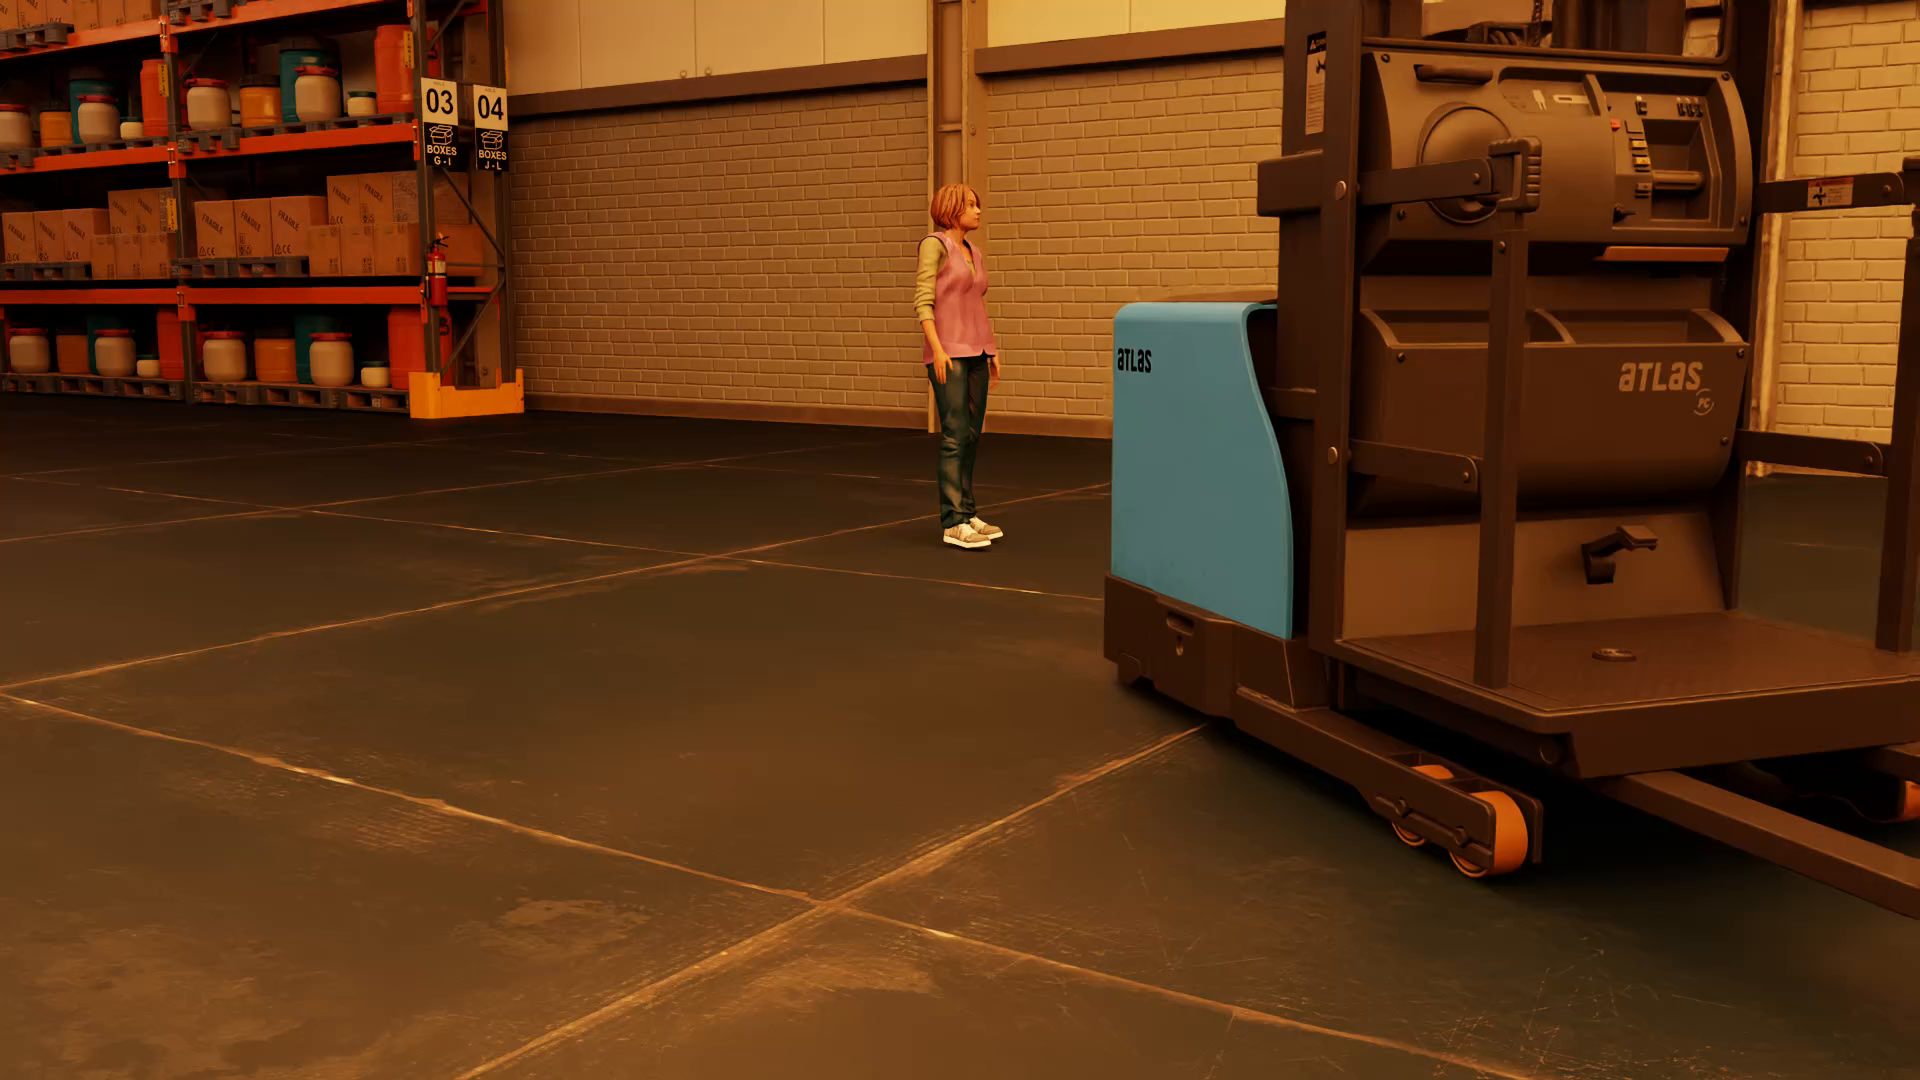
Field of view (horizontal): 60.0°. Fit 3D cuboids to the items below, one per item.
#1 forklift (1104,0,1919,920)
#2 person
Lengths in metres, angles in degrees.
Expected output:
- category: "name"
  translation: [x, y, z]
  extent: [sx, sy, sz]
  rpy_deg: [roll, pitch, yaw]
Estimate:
- category: "forklift"
  translation: [1.373, -0.878, 3.369]
  extent: [1.130, 2.935, 3.031]
  rpy_deg: [-3, 9, -19]
- category: "person"
  translation: [0.053, -0.791, 7.438]
  extent: [0.476, 1.597, 0.520]
  rpy_deg: [5, 10, 34]
